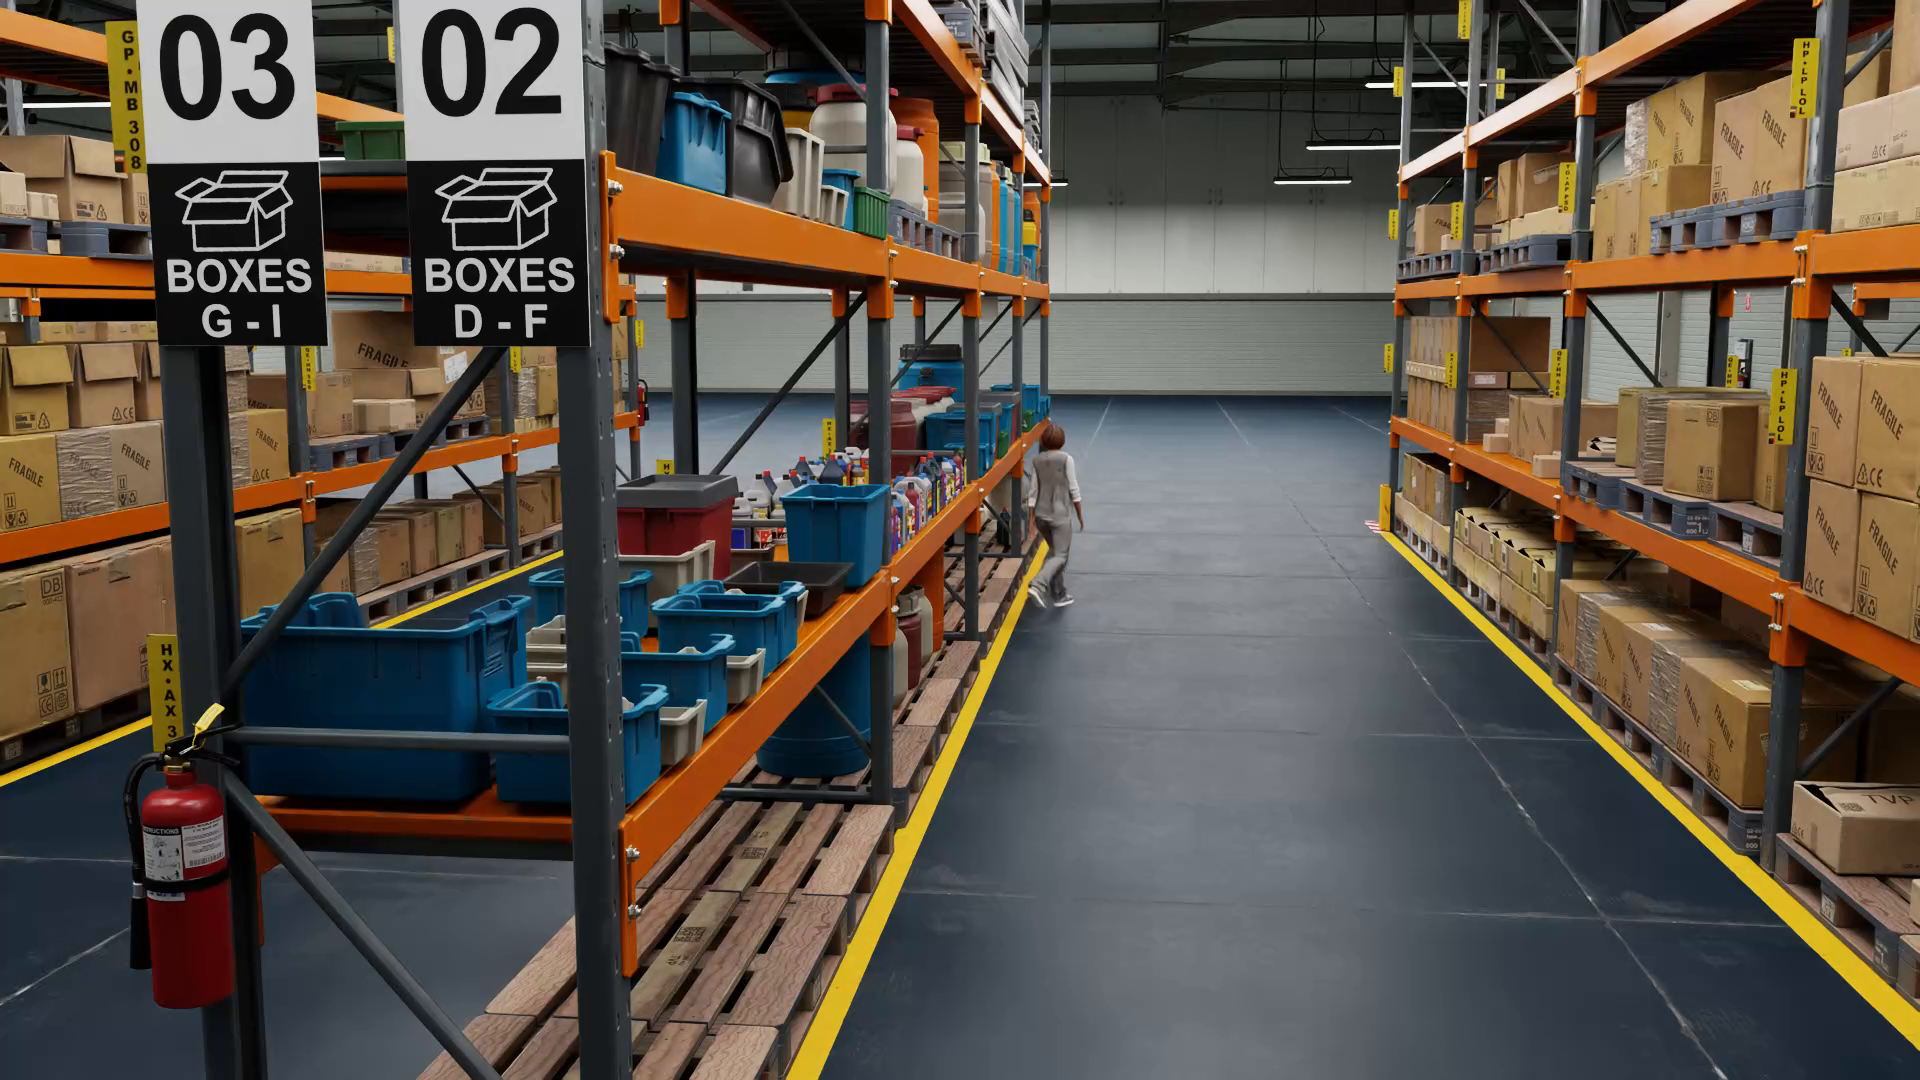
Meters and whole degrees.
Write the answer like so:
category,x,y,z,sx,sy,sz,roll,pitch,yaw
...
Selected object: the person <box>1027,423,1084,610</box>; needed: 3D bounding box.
category,x,y,z,sx,sy,sz,roll,pitch,yaw
person,0.752,-0.181,13.729,0.416,1.552,0.896,5,9,34
